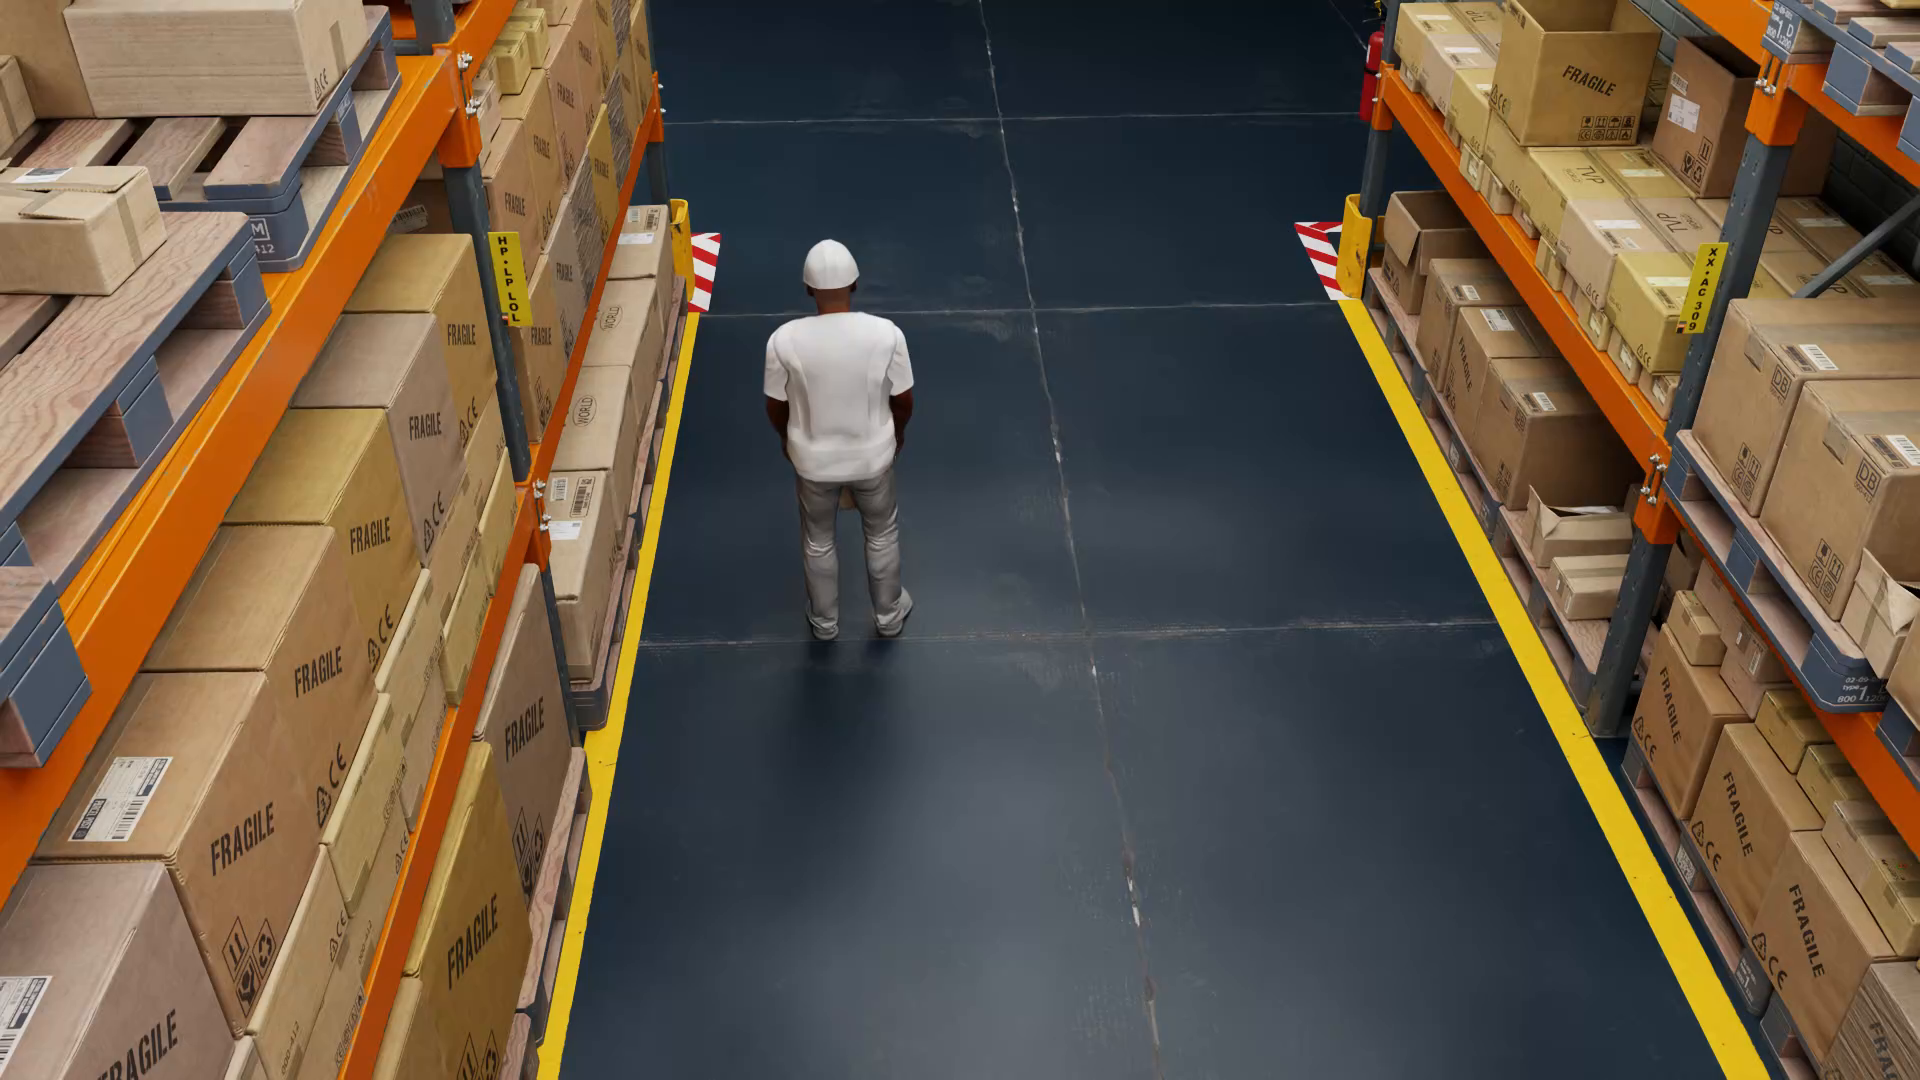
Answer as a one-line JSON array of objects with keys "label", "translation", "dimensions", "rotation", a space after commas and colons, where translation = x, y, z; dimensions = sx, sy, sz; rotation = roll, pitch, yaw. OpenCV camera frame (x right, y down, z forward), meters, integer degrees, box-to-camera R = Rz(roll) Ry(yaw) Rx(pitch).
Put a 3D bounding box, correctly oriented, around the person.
[{"label": "person", "translation": [-0.470, -0.357, 6.633], "dimensions": [0.583, 1.766, 0.422], "rotation": [-2, 35, -3]}]
